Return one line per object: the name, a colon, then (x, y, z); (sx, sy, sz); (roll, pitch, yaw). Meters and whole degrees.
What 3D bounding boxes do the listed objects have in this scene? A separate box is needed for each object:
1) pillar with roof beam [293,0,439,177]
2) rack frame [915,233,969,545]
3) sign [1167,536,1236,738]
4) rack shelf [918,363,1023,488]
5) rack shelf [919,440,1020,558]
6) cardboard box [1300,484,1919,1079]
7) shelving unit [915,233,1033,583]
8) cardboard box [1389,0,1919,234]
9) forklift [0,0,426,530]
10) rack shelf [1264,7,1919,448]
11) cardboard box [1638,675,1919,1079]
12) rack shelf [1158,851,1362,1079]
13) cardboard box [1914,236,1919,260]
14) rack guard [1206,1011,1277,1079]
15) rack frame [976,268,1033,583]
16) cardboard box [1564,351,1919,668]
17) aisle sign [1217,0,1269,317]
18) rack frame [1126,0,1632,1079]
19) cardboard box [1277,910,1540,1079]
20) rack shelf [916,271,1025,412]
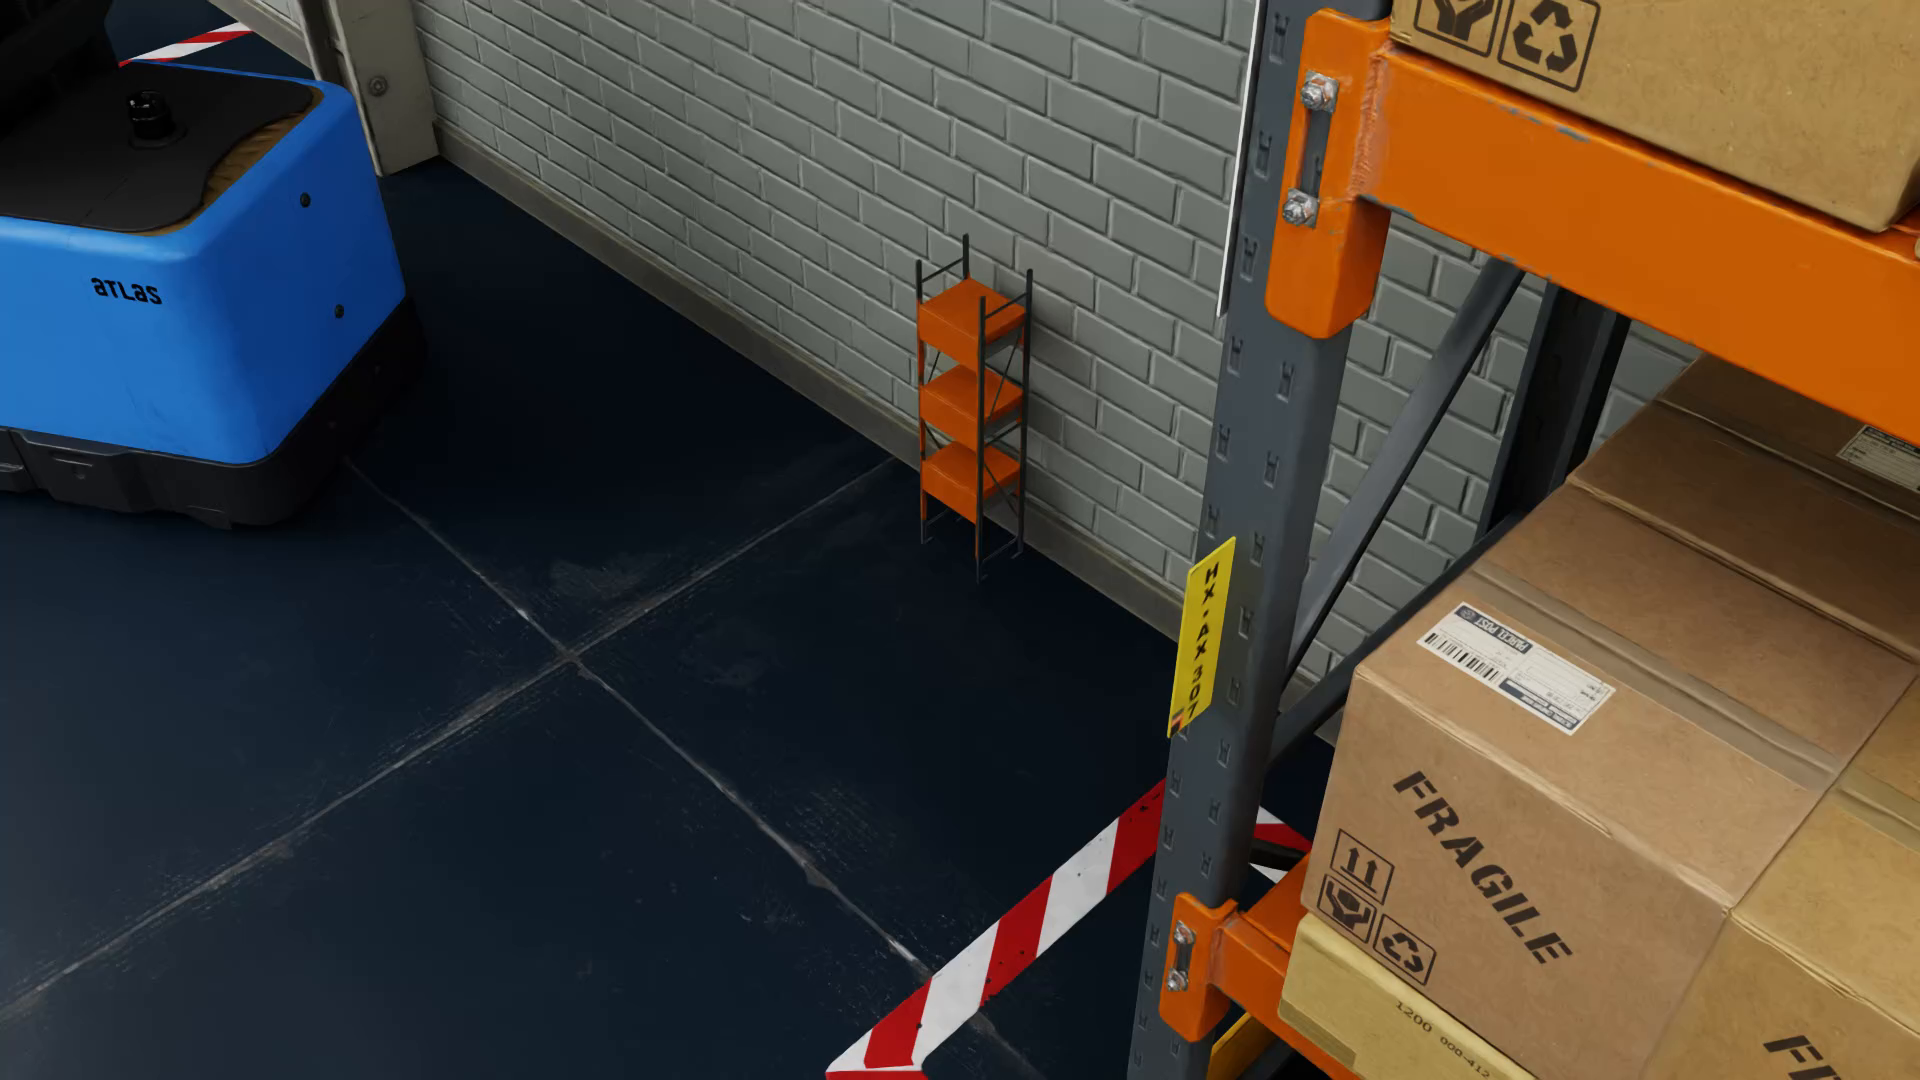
pillar with roof beam: (-5.467, -2.908, 1.766); (9.100, 9.000, 0.400); (-34, 53, -31)
rack frame: (-0.048, -0.418, 4.929); (0.200, 1.050, 0.008); (-34, 53, -31)
sign: (0.328, 0.136, 2.255); (0.100, 0.325, 0.005); (-34, 53, -31)
rack shelf: (0.038, -0.352, 4.873); (0.215, 0.259, 0.240); (-34, 53, -31)
rack shelf: (0.038, -0.148, 5.062); (0.215, 0.259, 0.240); (-34, 53, -31)
cardboard box: (0.836, 0.340, 2.216); (0.500, 0.500, 0.500); (-34, 53, -31)
shelving unit: (0.038, -0.360, 4.866); (0.215, 1.050, 0.252); (-34, 53, -31)
cardboard box: (0.771, -0.671, 1.468); (0.500, 0.500, 0.500); (-33, 52, -30)
forklift: (-3.459, -1.638, 4.863); (3.031, 2.935, 1.130); (9, 44, 10)
rack shelf: (2.124, 0.317, 1.016); (1.077, 0.370, 4.000); (-34, 53, -31)
cardboard box: (1.178, 0.582, 1.953); (0.500, 0.500, 0.500); (-34, 52, -31)
rack shelf: (2.124, 1.419, 2.034); (1.077, 0.370, 4.000); (-34, 53, -31)
cardboard box: (1.125, -0.396, 1.170); (0.500, 0.500, 0.500); (-31, 51, -29)
rack guard: (0.766, 1.148, 3.639); (1.175, 0.500, 0.348); (-34, 53, -31)
rack frame: (0.124, -0.301, 4.802); (0.200, 1.050, 0.008); (-34, 53, -31)
cardboard box: (1.195, 0.091, 2.485); (0.500, 0.500, 0.500); (34, 52, 31)
aisle sign: (0.449, -0.652, 1.830); (0.394, 0.787, 0.004); (-34, 53, -31)
rack frame: (0.712, 0.194, 2.830); (1.000, 3.000, 0.127); (-34, 53, -31)
cardboard box: (0.832, 0.628, 2.456); (0.500, 0.250, 0.500); (33, 52, 30)
rack shelf: (0.038, -0.561, 4.680); (0.215, 0.259, 0.240); (-34, 53, -31)
